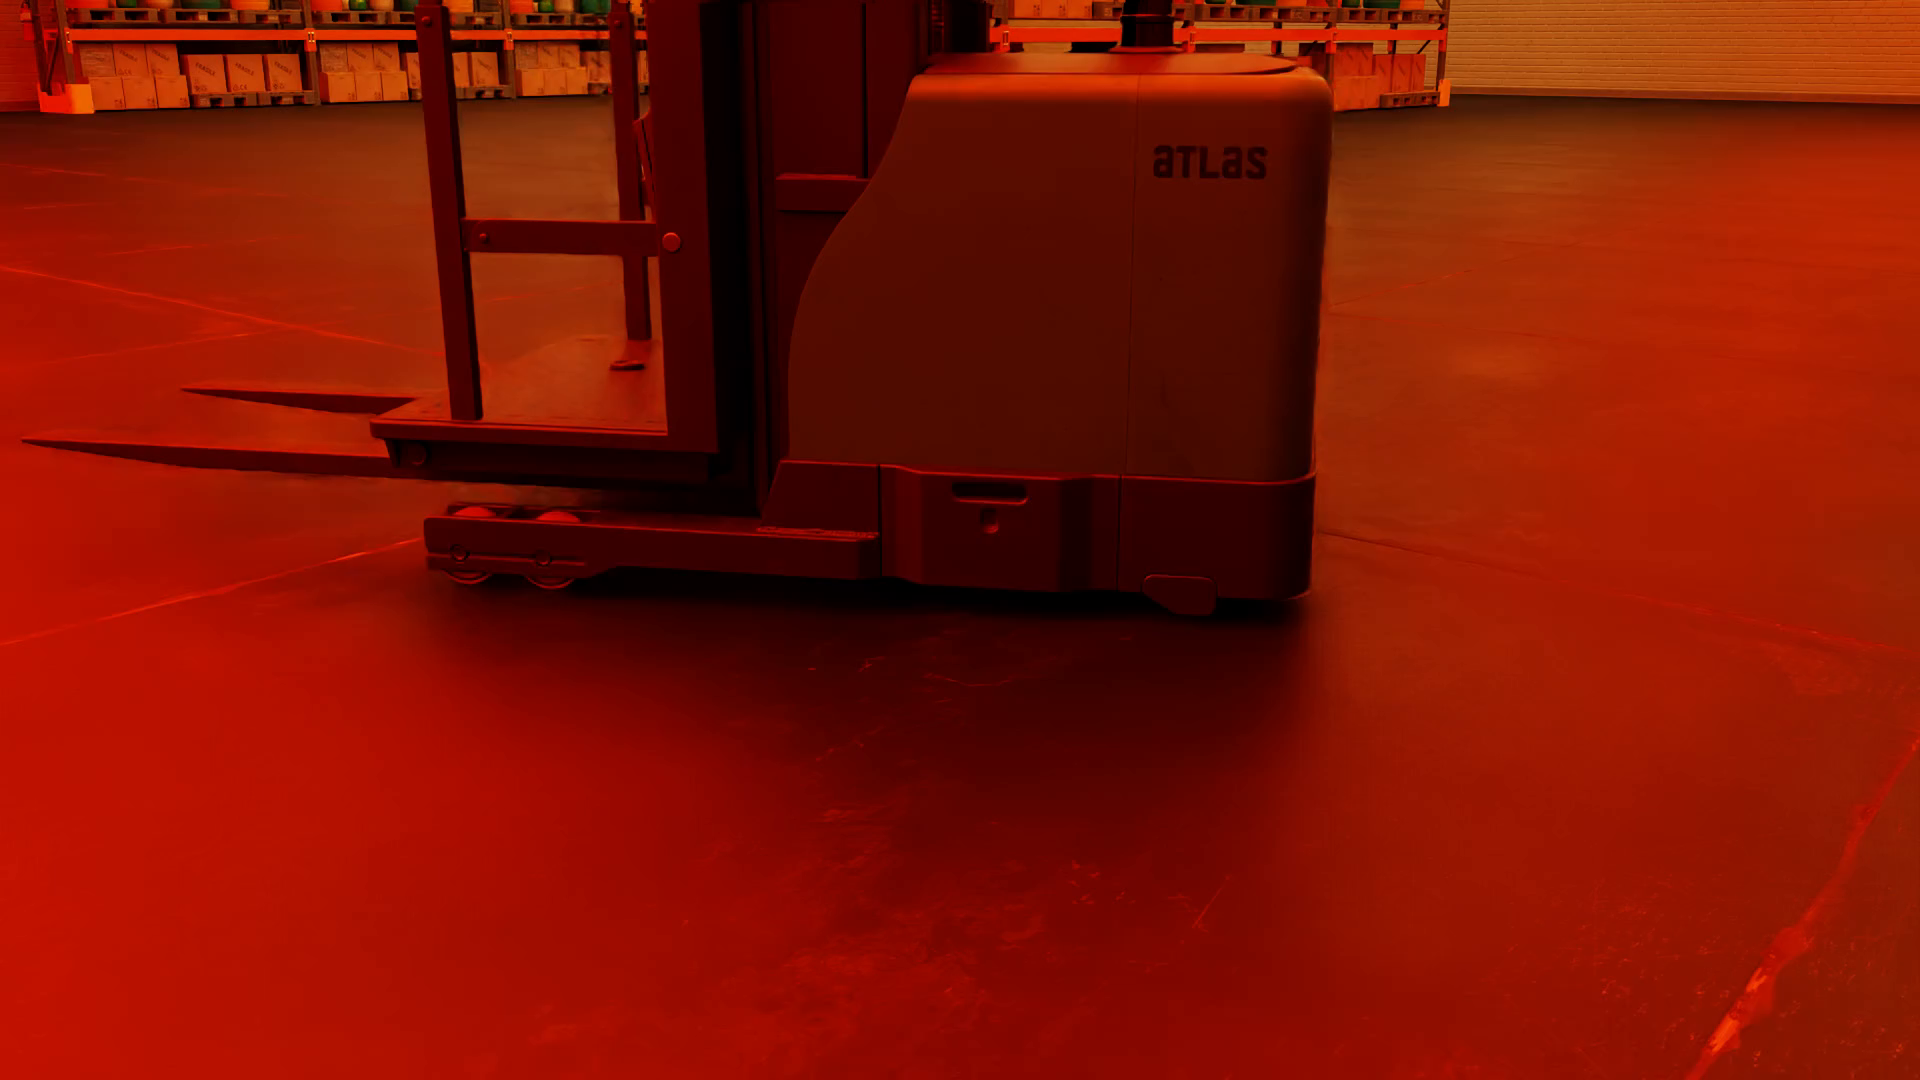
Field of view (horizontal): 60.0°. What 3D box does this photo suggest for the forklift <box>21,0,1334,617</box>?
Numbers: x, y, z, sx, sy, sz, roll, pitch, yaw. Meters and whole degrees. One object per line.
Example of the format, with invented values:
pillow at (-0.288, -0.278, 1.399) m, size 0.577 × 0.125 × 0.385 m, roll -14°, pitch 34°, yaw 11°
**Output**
forklift at (-0.697, -1.442, 3.647) m, size 3.031 × 2.935 × 1.130 m, roll 3°, pitch 17°, yaw 11°
